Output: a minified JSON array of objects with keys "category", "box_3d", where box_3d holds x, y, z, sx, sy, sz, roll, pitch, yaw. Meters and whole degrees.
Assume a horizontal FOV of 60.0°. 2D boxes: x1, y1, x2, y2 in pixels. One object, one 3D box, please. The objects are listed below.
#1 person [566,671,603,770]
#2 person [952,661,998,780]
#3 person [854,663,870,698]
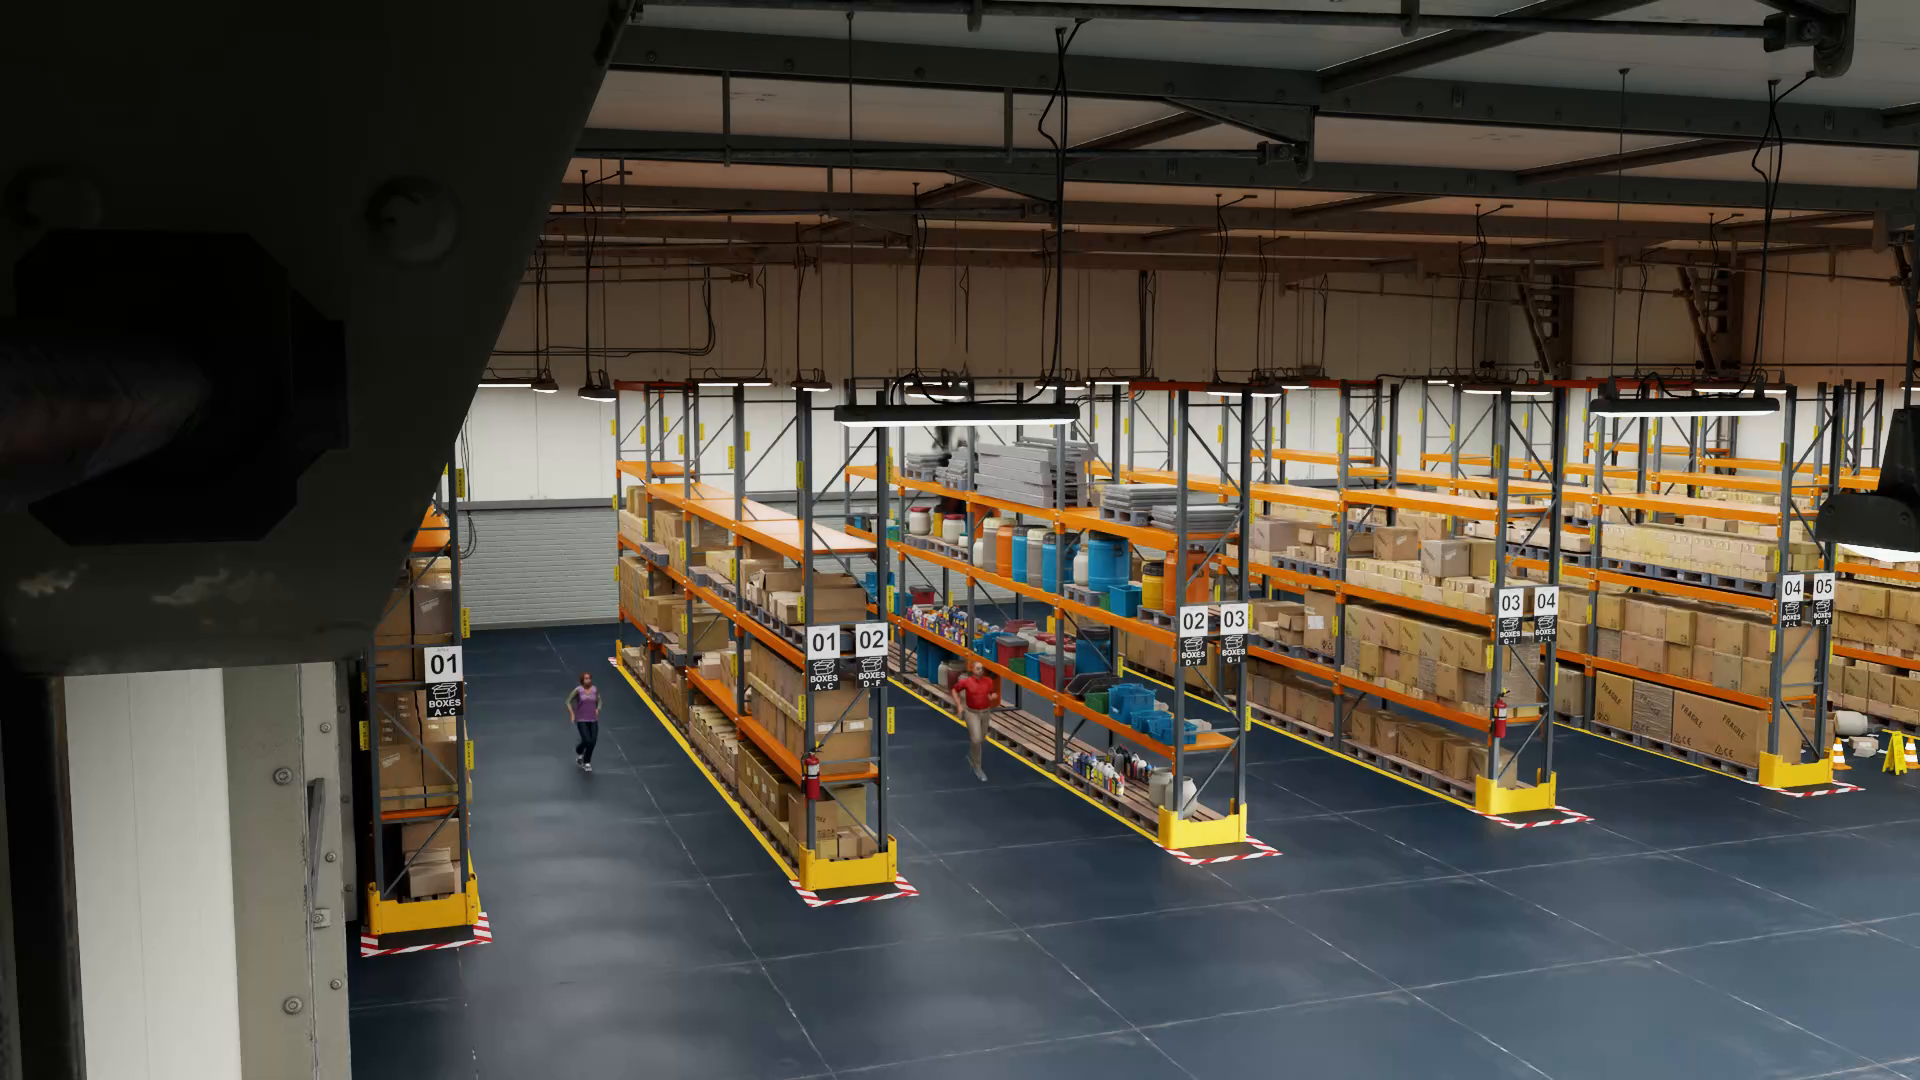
[{"category":"person","box_3d":[-5.790,2.825,25.833,0.532,1.560,0.541,-4,7,-33]},{"category":"person","box_3d":[0.269,2.754,25.696,0.643,1.780,0.845,-3,7,-29]},{"category":"person","box_3d":[-1.870,2.159,31.848,0.593,1.640,0.875,-2,6,-20]}]
